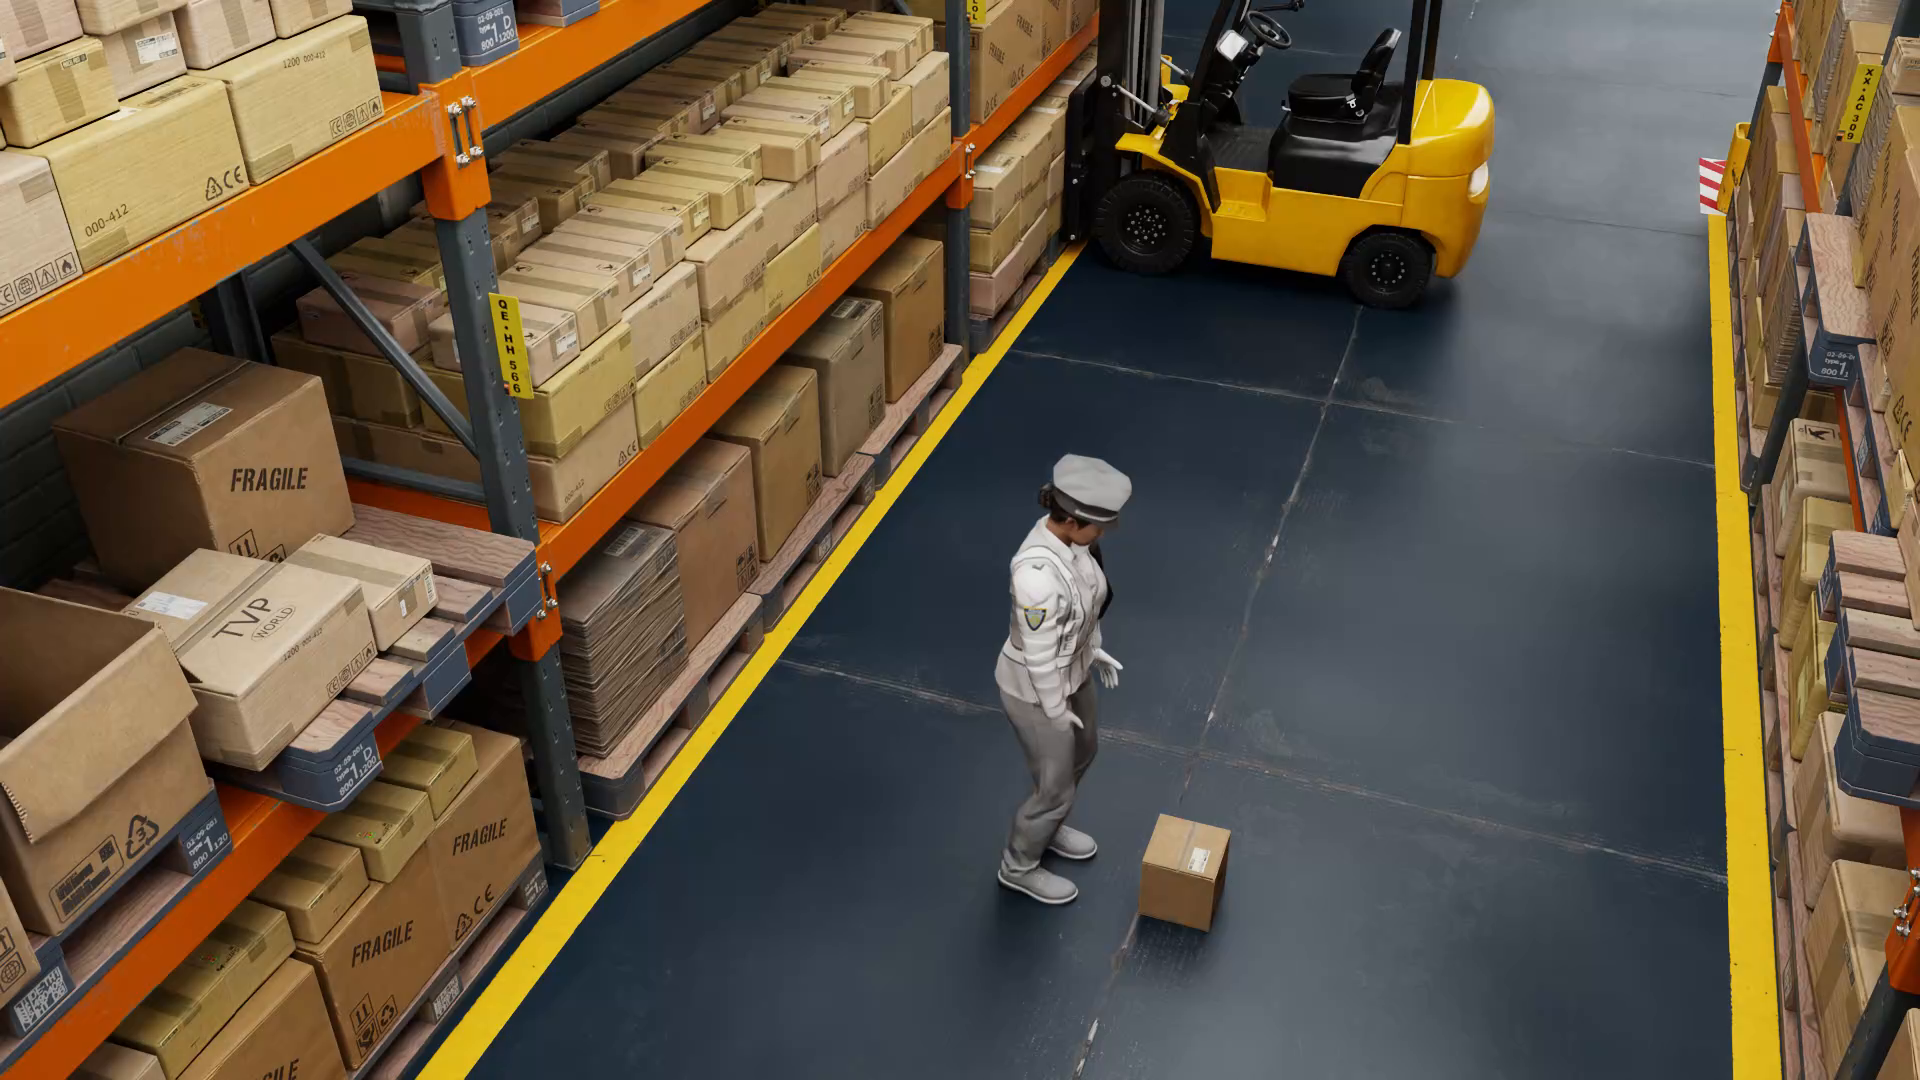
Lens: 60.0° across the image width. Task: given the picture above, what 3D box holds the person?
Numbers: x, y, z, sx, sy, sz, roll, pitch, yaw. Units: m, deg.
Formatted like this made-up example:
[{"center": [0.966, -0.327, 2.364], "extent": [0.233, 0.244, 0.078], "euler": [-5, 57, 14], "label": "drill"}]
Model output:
[{"center": [0.329, 0.462, 5.466], "extent": [0.396, 1.647, 0.488], "euler": [12, 35, 18], "label": "person"}]
